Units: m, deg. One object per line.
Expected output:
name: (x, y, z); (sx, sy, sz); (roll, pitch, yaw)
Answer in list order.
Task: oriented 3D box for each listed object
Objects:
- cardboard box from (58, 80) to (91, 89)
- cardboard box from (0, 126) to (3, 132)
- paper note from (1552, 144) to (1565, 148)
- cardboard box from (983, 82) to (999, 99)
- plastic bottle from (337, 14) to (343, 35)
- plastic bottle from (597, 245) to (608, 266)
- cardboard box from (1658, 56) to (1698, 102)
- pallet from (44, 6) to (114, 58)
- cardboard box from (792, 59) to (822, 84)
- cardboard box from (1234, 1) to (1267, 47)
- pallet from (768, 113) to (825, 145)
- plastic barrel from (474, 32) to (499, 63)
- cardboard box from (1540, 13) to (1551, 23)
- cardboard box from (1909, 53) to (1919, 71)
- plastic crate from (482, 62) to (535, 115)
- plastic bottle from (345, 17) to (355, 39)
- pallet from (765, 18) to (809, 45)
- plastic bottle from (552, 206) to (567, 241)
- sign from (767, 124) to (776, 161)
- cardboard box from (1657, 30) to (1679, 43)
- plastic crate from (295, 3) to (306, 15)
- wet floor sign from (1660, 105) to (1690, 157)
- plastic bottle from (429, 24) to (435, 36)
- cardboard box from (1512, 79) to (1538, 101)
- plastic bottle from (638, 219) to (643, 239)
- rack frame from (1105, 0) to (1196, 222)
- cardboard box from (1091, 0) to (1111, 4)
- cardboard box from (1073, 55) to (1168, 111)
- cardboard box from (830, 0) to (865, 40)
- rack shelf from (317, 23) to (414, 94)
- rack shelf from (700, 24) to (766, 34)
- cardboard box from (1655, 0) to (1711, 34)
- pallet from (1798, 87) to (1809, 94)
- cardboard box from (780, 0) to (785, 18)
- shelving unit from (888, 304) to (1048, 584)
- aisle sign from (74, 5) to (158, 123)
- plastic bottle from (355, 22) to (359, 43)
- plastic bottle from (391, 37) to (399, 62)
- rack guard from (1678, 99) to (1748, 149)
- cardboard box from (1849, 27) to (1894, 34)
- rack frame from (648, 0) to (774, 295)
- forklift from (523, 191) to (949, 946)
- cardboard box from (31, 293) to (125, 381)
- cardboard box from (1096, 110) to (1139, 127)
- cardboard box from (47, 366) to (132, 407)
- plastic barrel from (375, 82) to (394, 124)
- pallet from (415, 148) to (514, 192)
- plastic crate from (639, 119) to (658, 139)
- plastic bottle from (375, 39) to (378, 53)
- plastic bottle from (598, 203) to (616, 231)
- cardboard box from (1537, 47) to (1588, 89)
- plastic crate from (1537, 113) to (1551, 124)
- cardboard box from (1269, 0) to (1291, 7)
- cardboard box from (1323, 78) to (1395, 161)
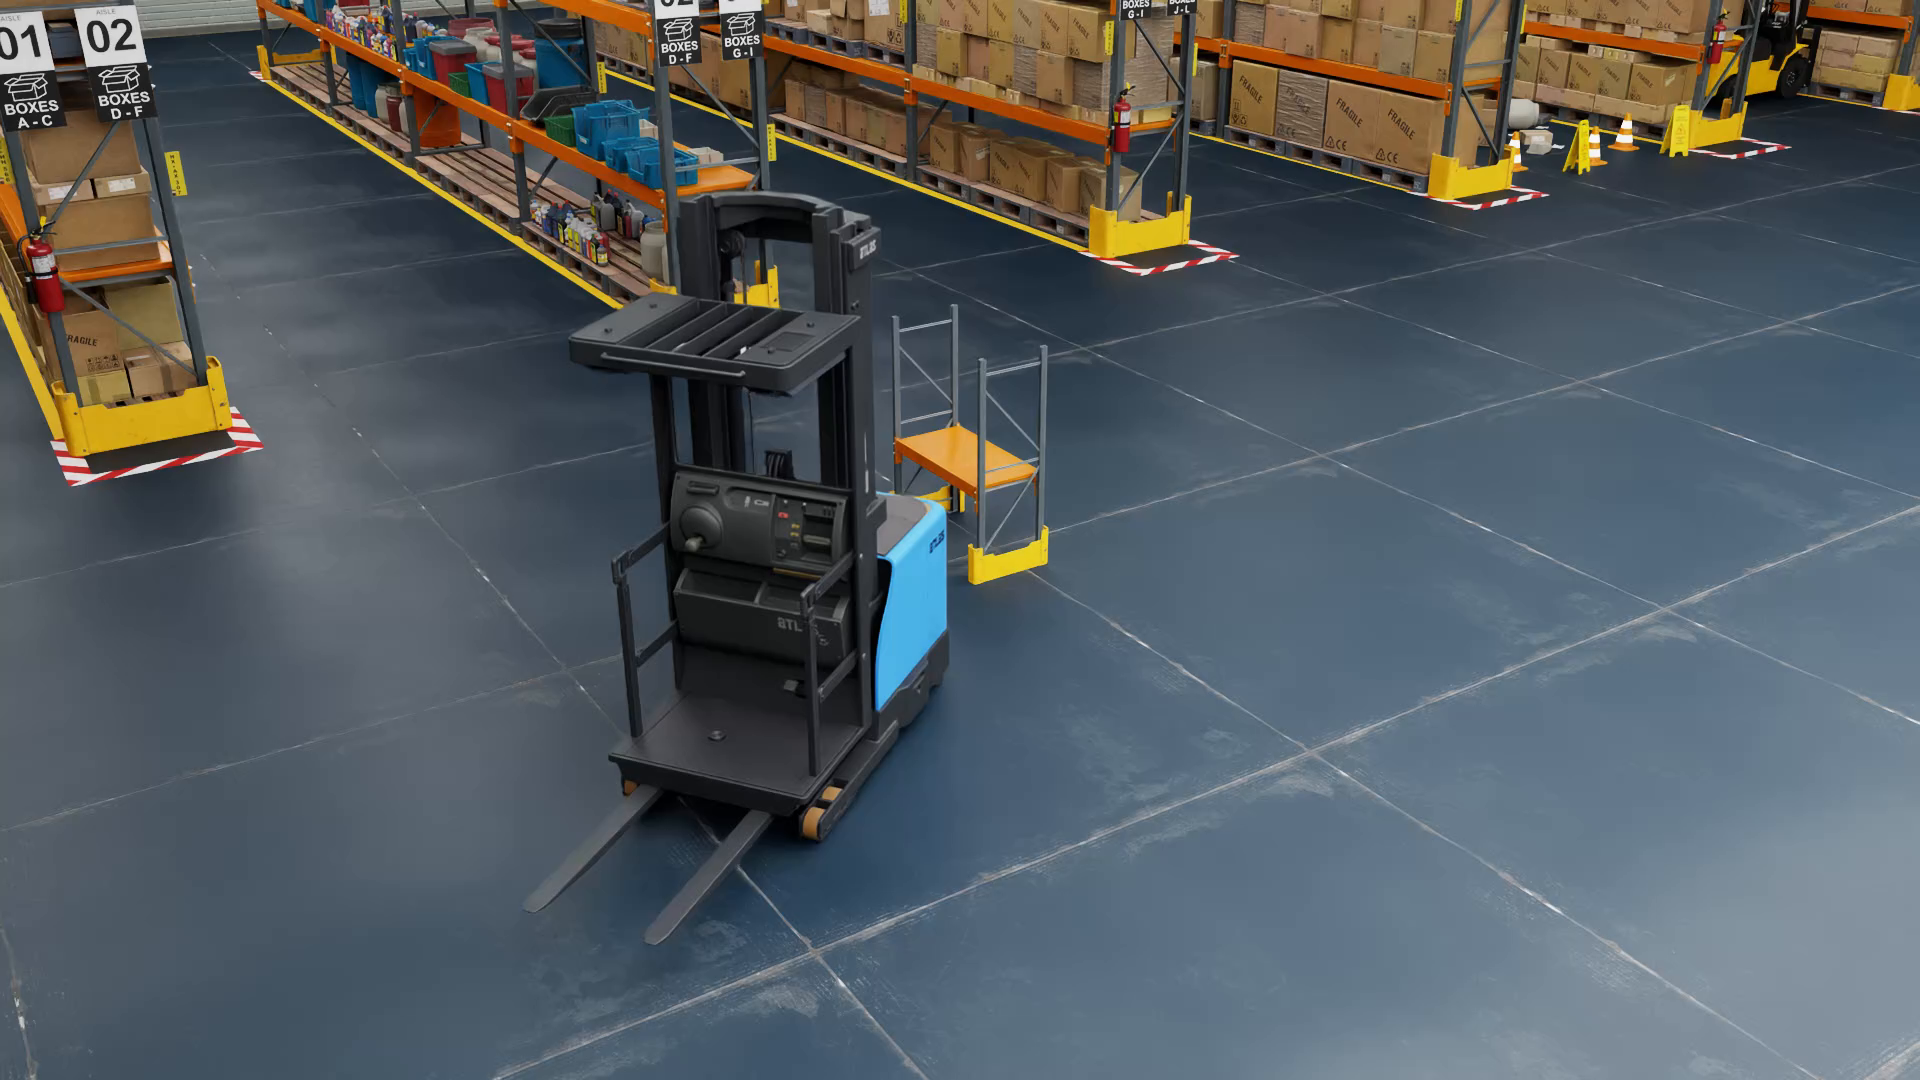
cardboard box: (-7.168, -3.369, 13.236); (0.700, 0.500, 0.500); (-15, 29, -29)
cardboard box: (-7.968, -3.444, 14.155); (0.380, 0.149, 0.250); (-17, 30, -31)
paper note: (8.093, -5.330, 22.504); (0.142, 0.019, 0.148); (18, 31, 33)
cardboard box: (0.486, -5.125, 18.888); (0.380, 0.149, 0.250); (-16, 29, -30)
plastic bottle: (-8.553, -7.135, 23.002); (0.097, 0.271, 0.097); (0, 25, 0)
plastic bottle: (-3.546, -2.823, 16.478); (0.097, 0.201, 0.097); (0, 25, 0)
cardboard box: (10.055, -6.445, 23.240); (0.500, 0.500, 0.500); (-17, 30, -31)
pallet: (-6.692, -3.757, 12.284); (1.003, 0.211, 1.213); (-16, 29, -30)
cardboard box: (-2.002, -6.525, 23.093); (0.500, 0.250, 0.500); (-14, 29, -28)
cardboard box: (4.213, -6.978, 22.342); (0.875, 0.550, 0.550); (-16, 29, -30)
pallet: (-1.968, -5.809, 23.309); (1.003, 0.211, 1.213); (-16, 29, -30)
plastic barrel: (-5.572, -5.778, 19.844); (0.421, 0.512, 0.421); (0, 25, 0)
cardboard box: (8.626, -7.577, 24.081); (0.380, 0.149, 0.250); (-16, 29, -30)
cardboard box: (14.351, -7.345, 25.439); (0.500, 0.250, 0.500); (-15, 29, -29)
plastic crate: (-4.880, -4.896, 18.033); (0.402, 0.464, 0.583); (-16, 29, -30)
plastic bottle: (-8.288, -6.985, 22.678); (0.152, 0.276, 0.135); (-16, 29, -30)
pallet: (-1.915, -7.033, 22.860); (1.213, 0.211, 1.003); (-16, 29, -30)
plastic bottle: (-4.163, -3.313, 17.342); (0.144, 0.351, 0.185); (-17, 30, -32)
sign: (-1.712, -3.586, 15.009); (0.100, 0.325, 0.005); (-16, 29, -30)
cardboard box: (9.663, -6.833, 22.505); (0.380, 0.149, 0.250); (-16, 30, -30)
plastic crate: (-9.563, -7.867, 24.653); (0.437, 0.125, 0.590); (-16, 29, -30)
wet floor sign: (9.484, -5.416, 21.967); (0.267, 0.644, 0.232); (-6, 26, -12)
plastic bottle: (-7.000, -6.711, 22.104); (0.097, 0.271, 0.097); (0, 25, 0)
cardboard box: (8.490, -6.713, 24.686); (0.500, 0.250, 0.500); (-14, 29, -27)
plastic bottle: (-3.312, -3.256, 17.397); (0.097, 0.201, 0.097); (0, 25, 0)
rack frame: (1.974, -4.489, 17.245); (1.000, 3.000, 0.127); (-16, 29, -30)
cardboard box: (1.635, -5.561, 17.880); (0.500, 0.500, 0.500); (-16, 29, -30)
cardboard box: (1.697, -4.872, 17.590); (0.875, 0.500, 0.500); (-16, 29, -30)
cardboard box: (-1.233, -6.755, 21.432); (0.797, 0.503, 0.637); (-12, 28, -24)
rack shelf: (-7.635, -6.586, 22.530); (1.077, 0.370, 4.000); (-16, 29, -30)
rack shelf: (-3.485, -7.740, 24.975); (1.077, 0.370, 4.000); (-16, 29, -30)
cardboard box: (9.750, -7.108, 22.327); (0.500, 0.500, 0.500); (-16, 30, -30)
pallet: (13.320, -7.395, 26.668); (1.003, 0.211, 1.213); (-16, 29, -30)
cardboard box: (-2.430, -7.633, 23.787); (0.500, 0.500, 0.500); (-15, 29, -28)
shelving unit: (0.042, -0.651, 10.872); (0.587, 1.500, 1.083); (-16, 29, -30)
aisle sign: (-6.035, -3.405, 11.904); (0.394, 0.787, 0.004); (-16, 29, -30)
plastic bottle: (-8.067, -6.817, 22.328); (0.097, 0.271, 0.097); (0, 25, 0)
plastic bottle: (-7.121, -6.188, 20.982); (0.061, 0.283, 0.133); (-16, 29, -30)
rack guard: (10.236, -5.695, 22.728); (1.175, 0.500, 0.348); (-16, 29, -30)
cardboard box: (14.054, -7.749, 25.708); (0.500, 0.250, 0.500); (-15, 29, -29)
rack frame: (-2.176, -3.334, 14.800); (1.000, 3.000, 0.127); (-16, 29, -30)
forklift: (-1.065, -0.054, 7.930); (1.130, 2.935, 3.031); (9, 27, 19)
cardboard box: (-6.870, -1.590, 12.954); (0.500, 0.500, 0.500); (-16, 29, -30)
cardboard box: (1.646, -4.429, 17.412); (0.380, 0.149, 0.250); (-16, 29, -30)
cardboard box: (-6.868, -1.251, 13.115); (0.500, 0.250, 0.500); (-16, 29, -30)
plastic barrel: (-7.824, -6.017, 22.904); (0.421, 0.512, 0.421); (0, 25, 0)
pallet: (-6.153, -4.649, 20.850); (1.003, 0.211, 1.213); (-16, 29, -30)
plastic crate: (-3.261, -4.124, 16.781); (0.530, 0.136, 0.437); (-16, 29, -30)
plastic bottle: (-7.561, -6.453, 21.639); (0.097, 0.201, 0.097); (0, 25, 0)
plastic bottle: (-3.772, -3.457, 17.735); (0.152, 0.276, 0.135); (-16, 29, -30)
cardboard box: (8.773, -6.866, 24.131); (0.500, 0.500, 0.500); (-14, 29, -27)
plastic crate: (8.264, -6.156, 24.197); (0.583, 0.080, 0.402); (18, 31, 33)
cardboard box: (4.572, -7.286, 21.729); (0.875, 0.550, 0.550); (-16, 29, -30)
cardboard box: (5.277, -5.379, 21.127); (0.875, 0.875, 0.875); (-16, 30, -30)
